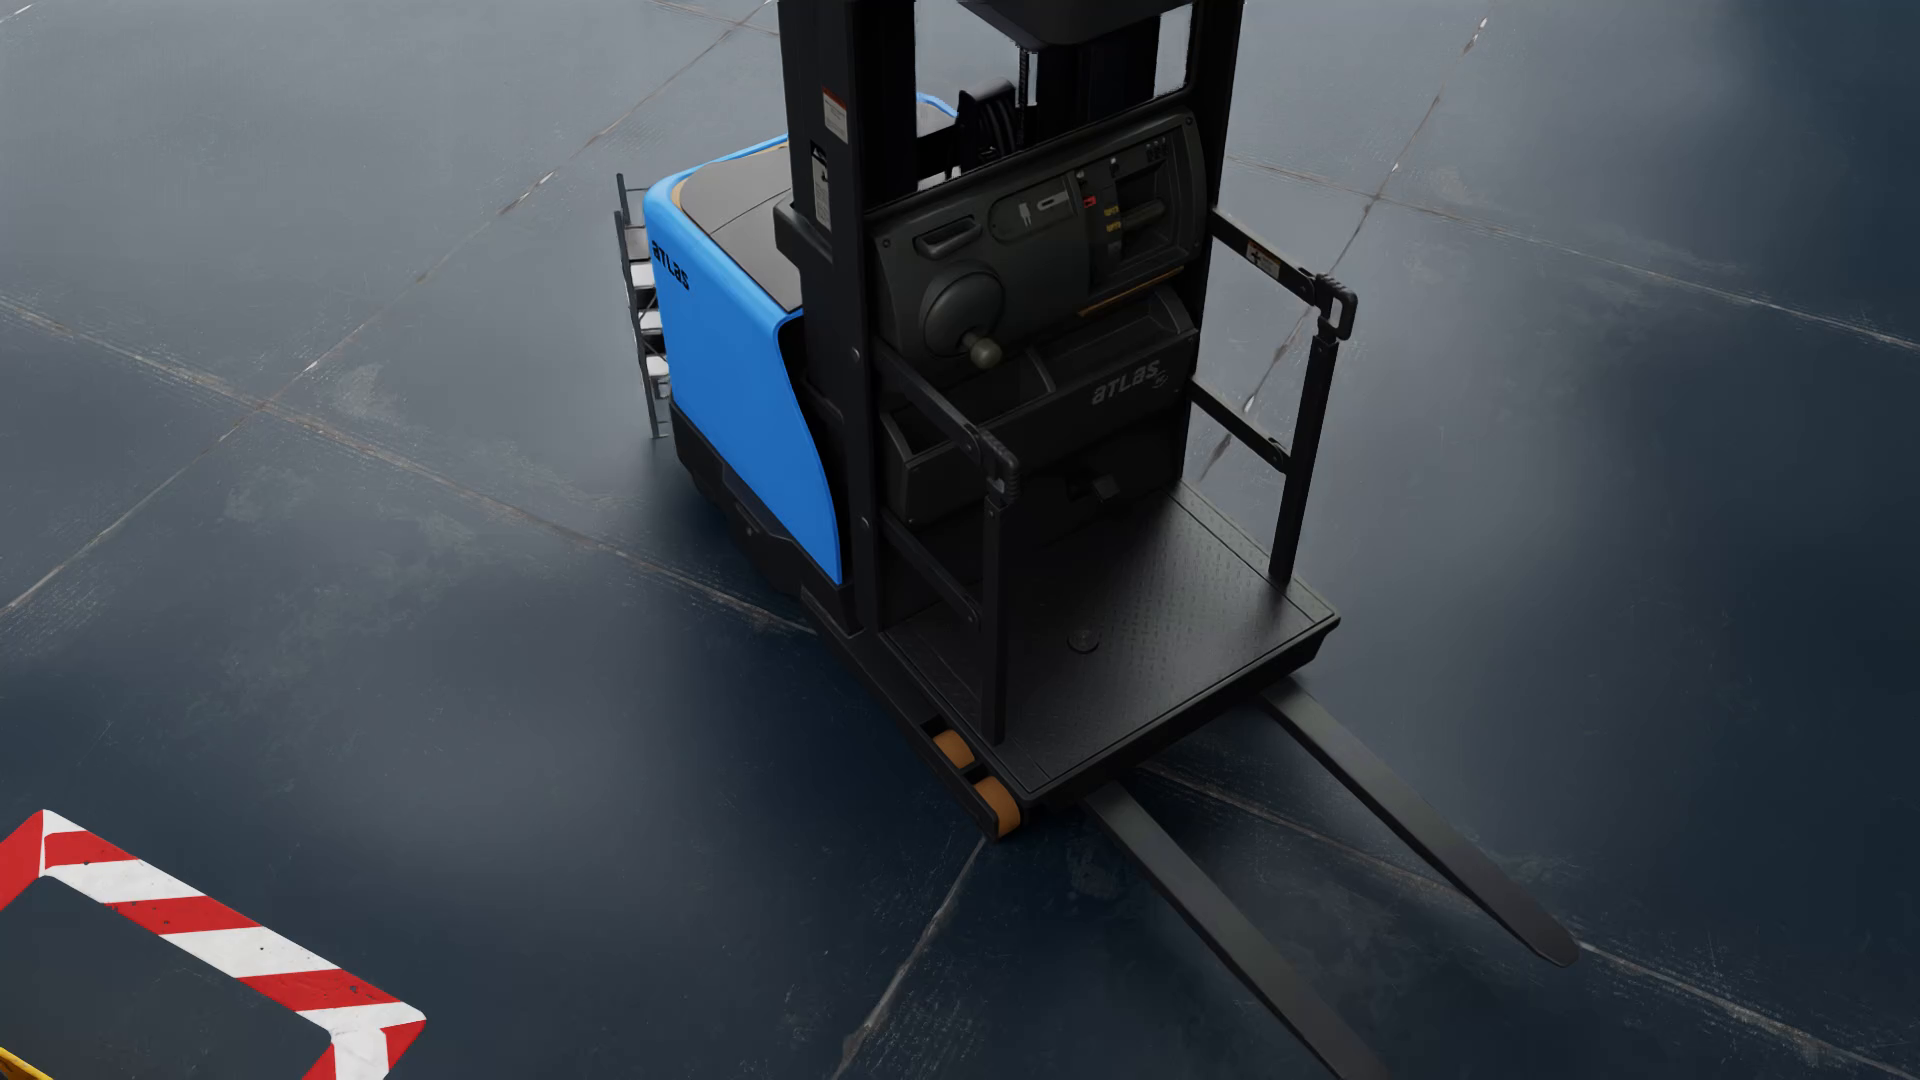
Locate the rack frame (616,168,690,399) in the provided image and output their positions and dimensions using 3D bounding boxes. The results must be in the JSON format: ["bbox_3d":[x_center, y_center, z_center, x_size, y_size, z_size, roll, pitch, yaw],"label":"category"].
[{"bbox_3d":[-0.936,-0.816,5.424,0.240,0.900,0.006,-5,46,-5],"label":"rack frame"}]

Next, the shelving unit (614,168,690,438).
[{"bbox_3d":[-0.924,-0.744,5.353,0.258,0.900,0.210,-5,46,-5],"label":"shelving unit"}]

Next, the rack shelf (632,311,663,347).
[{"bbox_3d":[-0.924,-0.721,5.376,0.258,0.077,0.200,-5,46,-5],"label":"rack shelf"}]

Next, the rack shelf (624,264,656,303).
[{"bbox_3d":[-0.924,-0.847,5.248,0.258,0.077,0.200,-5,46,-5],"label":"rack shelf"}]

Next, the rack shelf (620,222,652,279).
[{"bbox_3d":[-0.924,-0.910,5.184,0.258,0.077,0.200,-5,46,-5],"label":"rack shelf"}]

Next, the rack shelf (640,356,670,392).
[{"bbox_3d":[-0.924,-0.594,5.504,0.258,0.077,0.200,-5,46,-5],"label":"rack shelf"}]

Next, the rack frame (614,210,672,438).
[{"bbox_3d":[-0.912,-0.672,5.282,0.240,0.900,0.006,-5,46,-5],"label":"rack frame"}]

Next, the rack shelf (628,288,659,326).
[{"bbox_3d":[-0.924,-0.784,5.312,0.258,0.077,0.200,-5,46,-5],"label":"rack shelf"}]

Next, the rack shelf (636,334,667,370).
[{"bbox_3d":[-0.924,-0.657,5.440,0.258,0.077,0.200,-5,46,-5],"label":"rack shelf"}]

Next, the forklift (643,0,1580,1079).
[{"bbox_3d":[0.334,-0.628,3.810,1.130,2.935,3.031,-27,51,-24],"label":"forklift"}]
